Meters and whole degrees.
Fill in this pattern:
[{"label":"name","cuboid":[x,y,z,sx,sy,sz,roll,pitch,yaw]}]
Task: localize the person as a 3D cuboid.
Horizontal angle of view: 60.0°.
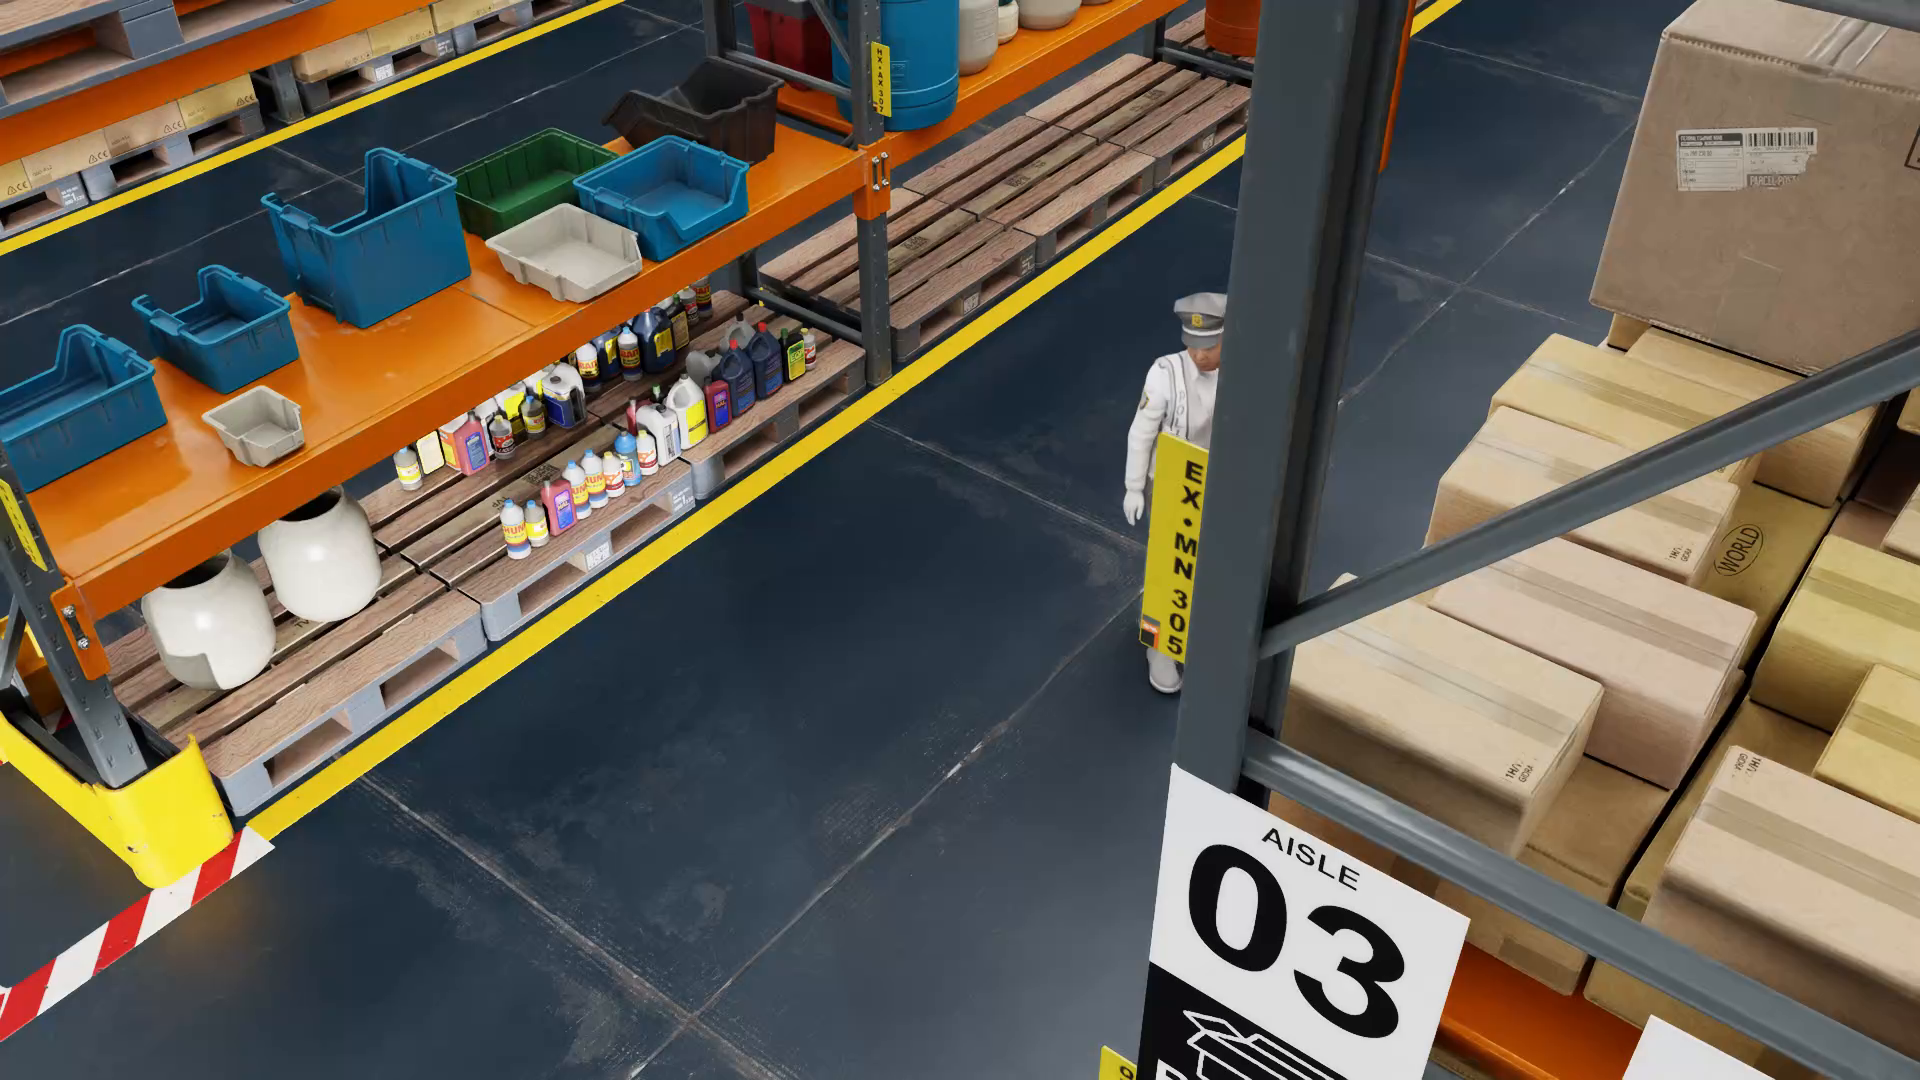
[{"label":"person","cuboid":[0.898,-0.216,6.387,0.529,1.656,0.580,-11,40,-13]}]
